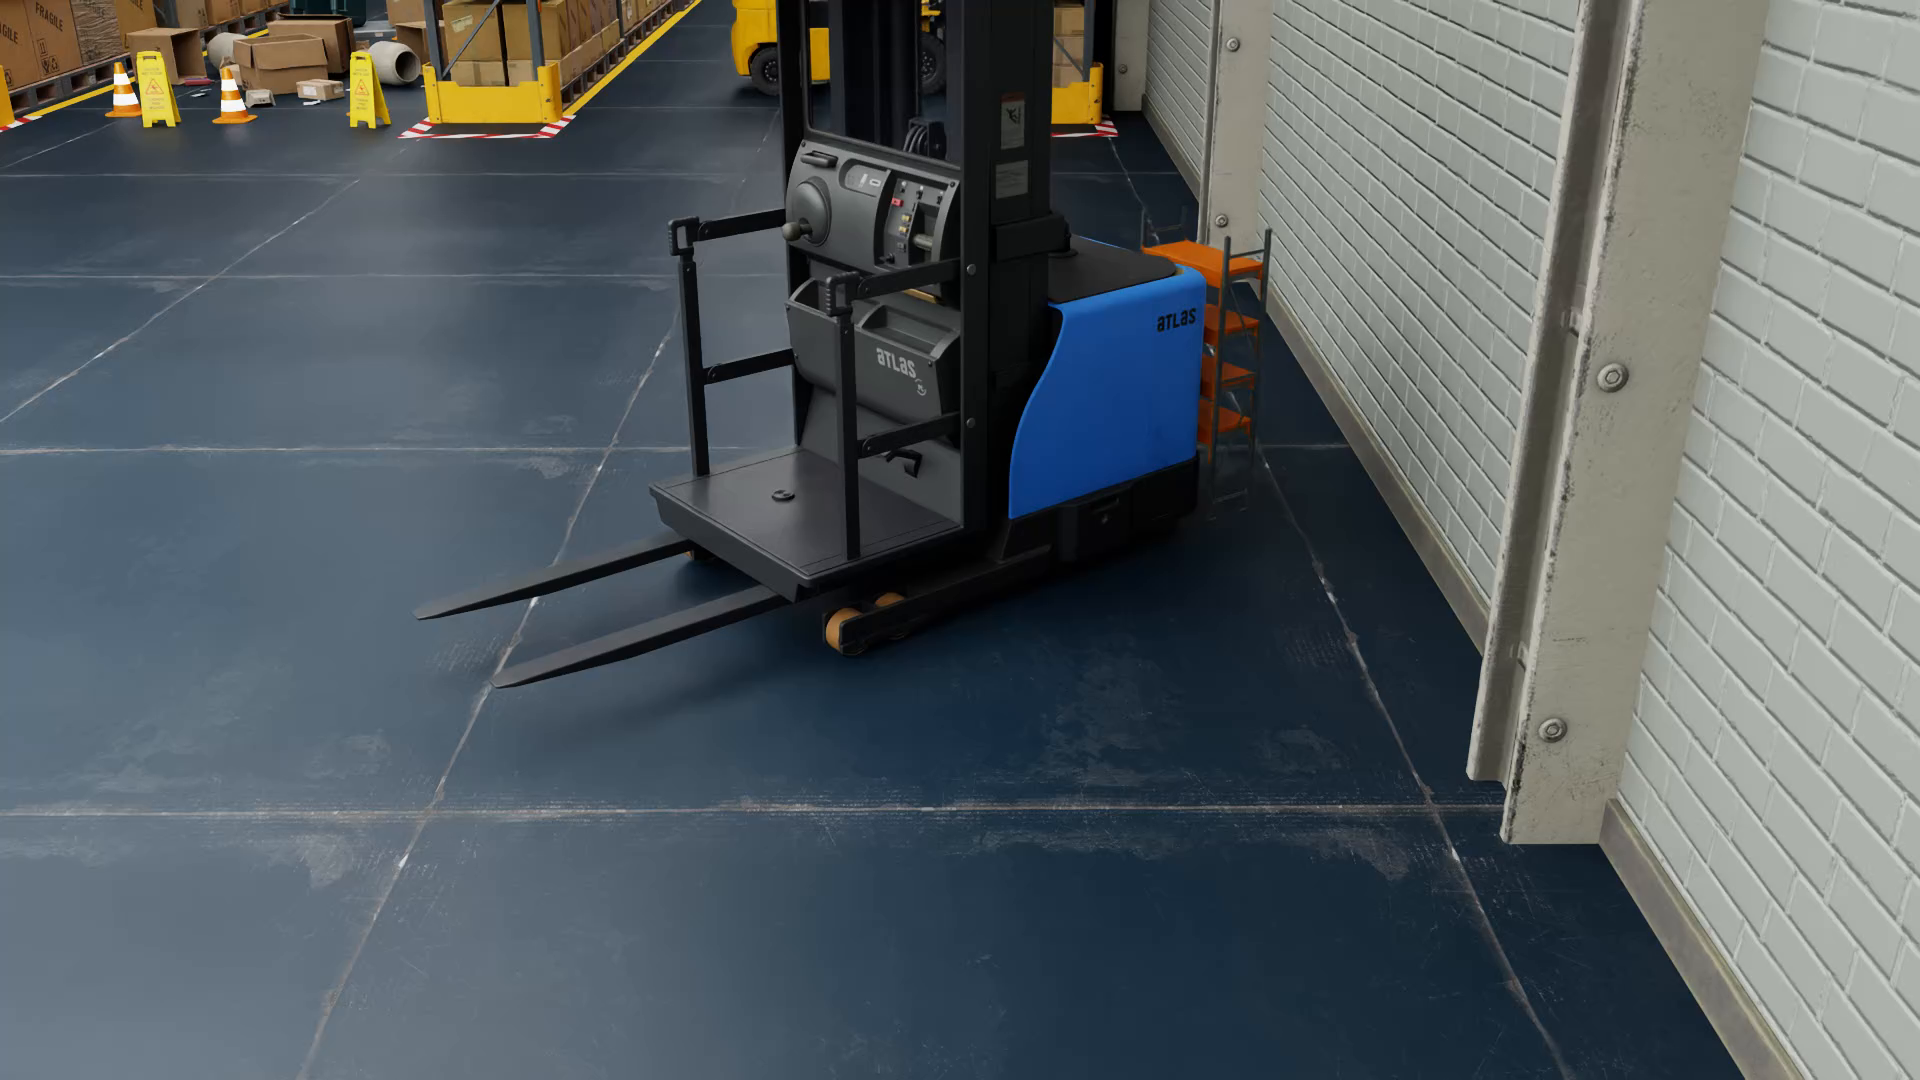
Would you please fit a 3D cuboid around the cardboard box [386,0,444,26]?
[{"bbox_3d":[-6.083,-6.035,18.567,0.500,0.500,0.500,0,24,-1],"label":"cardboard box"}]

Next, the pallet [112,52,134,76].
[{"bbox_3d":[-9.322,-5.201,17.993,1.003,0.211,1.213,0,24,-1],"label":"pallet"}]

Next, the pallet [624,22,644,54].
[{"bbox_3d":[-4.314,-5.899,19.537,1.003,0.211,1.213,0,24,-1],"label":"pallet"}]

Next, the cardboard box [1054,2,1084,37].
[{"bbox_3d":[0.887,-4.817,15.375,0.500,0.250,0.500,-1,24,-1],"label":"cardboard box"}]

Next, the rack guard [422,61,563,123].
[{"bbox_3d":[-4.261,-4.093,15.193,1.175,0.500,0.348,0,24,-1],"label":"rack guard"}]

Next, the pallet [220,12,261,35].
[{"bbox_3d":[-9.352,-6.336,20.503,1.003,0.211,1.213,0,24,-1],"label":"pallet"}]

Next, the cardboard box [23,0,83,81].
[{"bbox_3d":[-9.294,-5.002,16.238,0.875,0.875,0.875,-1,24,-1],"label":"cardboard box"}]

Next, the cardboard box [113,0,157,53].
[{"bbox_3d":[-9.316,-5.749,17.889,0.875,0.875,0.875,0,24,0],"label":"cardboard box"}]

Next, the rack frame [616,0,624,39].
[{"bbox_3d":[-4.304,-6.849,18.253,1.000,3.000,0.127,0,24,-1],"label":"rack frame"}]

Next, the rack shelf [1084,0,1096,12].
[{"bbox_3d":[0.681,-5.721,16.632,1.077,0.370,4.000,0,24,-1],"label":"rack shelf"}]

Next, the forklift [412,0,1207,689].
[{"bbox_3d":[-0.484,-1.173,5.786,3.031,2.935,1.130,-19,30,-35],"label":"forklift"}]

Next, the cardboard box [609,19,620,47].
[{"bbox_3d":[-4.029,-5.545,18.197,0.500,0.250,0.500,1,24,2],"label":"cardboard box"}]

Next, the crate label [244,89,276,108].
[{"bbox_3d":[-6.732,-4.246,15.972,0.250,0.136,0.298,-14,28,-28],"label":"crate label"}]

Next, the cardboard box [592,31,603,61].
[{"bbox_3d":[-4.012,-5.116,17.249,0.500,0.250,0.500,0,24,0],"label":"cardboard box"}]

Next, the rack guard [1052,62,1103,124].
[{"bbox_3d":[0.703,-4.076,15.155,1.175,0.500,0.348,0,24,-1],"label":"rack guard"}]

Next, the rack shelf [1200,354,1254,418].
[{"bbox_3d":[0.985,-0.672,6.942,0.258,0.148,0.480,-16,29,-32],"label":"rack shelf"}]

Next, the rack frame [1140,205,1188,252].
[{"bbox_3d":[0.845,-0.816,7.097,0.240,1.200,0.015,-16,29,-32],"label":"rack frame"}]

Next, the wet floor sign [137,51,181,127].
[{"bbox_3d":[-7.229,-4.061,14.946,0.267,0.644,0.232,-4,25,-10],"label":"wet floor sign"}]

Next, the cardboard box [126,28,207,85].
[{"bbox_3d":[-8.209,-5.012,17.222,0.500,0.500,0.500,4,25,9],"label":"cardboard box"}]

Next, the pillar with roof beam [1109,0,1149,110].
[{"bbox_3d":[-2.708,-8.229,14.026,9.100,9.000,0.400,0,24,-1],"label":"pillar with roof beam"}]

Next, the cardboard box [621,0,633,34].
[{"bbox_3d":[-4.312,-6.059,19.186,0.950,0.372,0.625,0,24,0],"label":"cardboard box"}]

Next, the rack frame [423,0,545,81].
[{"bbox_3d":[-4.260,-5.201,14.609,1.000,3.000,0.127,0,24,-1],"label":"rack frame"}]

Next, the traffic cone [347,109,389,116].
[{"bbox_3d":[-5.555,-4.216,15.510,0.336,0.463,0.334,0,24,-1],"label":"traffic cone"}]

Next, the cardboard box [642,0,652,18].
[{"bbox_3d":[-4.333,-6.642,20.474,0.950,0.372,0.625,1,24,1],"label":"cardboard box"}]

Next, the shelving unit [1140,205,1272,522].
[{"bbox_3d":[0.985,-0.733,6.915,0.258,1.200,0.503,-16,29,-32],"label":"shelving unit"}]

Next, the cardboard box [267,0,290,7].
[{"bbox_3d":[-9.379,-7.348,21.577,1.050,0.750,0.750,-1,24,-1],"label":"cardboard box"}]

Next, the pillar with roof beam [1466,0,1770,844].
[{"bbox_3d":[-2.577,-3.285,3.093,9.100,9.000,0.400,0,24,-1],"label":"pillar with roof beam"}]

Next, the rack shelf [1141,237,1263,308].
[{"bbox_3d":[0.985,-1.091,6.753,0.258,0.148,0.480,-16,29,-32],"label":"rack shelf"}]

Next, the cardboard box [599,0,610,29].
[{"bbox_3d":[-4.022,-5.677,17.579,0.500,0.500,0.500,0,24,0],"label":"cardboard box"}]

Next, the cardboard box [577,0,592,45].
[{"bbox_3d":[-4.001,-5.246,16.627,0.500,0.500,0.500,0,24,0],"label":"cardboard box"}]

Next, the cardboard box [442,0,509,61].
[{"bbox_3d":[-4.530,-4.810,15.662,0.500,0.500,0.500,0,24,0],"label":"cardboard box"}]

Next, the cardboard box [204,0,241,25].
[{"bbox_3d":[-9.356,-6.604,19.932,1.050,0.750,0.750,0,24,-1],"label":"cardboard box"}]

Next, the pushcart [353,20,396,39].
[{"bbox_3d":[-6.583,-5.623,18.725,1.648,0.377,0.936,-9,26,-19],"label":"pushcart"}]

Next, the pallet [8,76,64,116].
[{"bbox_3d":[-9.296,-4.195,15.770,1.003,0.211,1.213,0,24,-1],"label":"pallet"}]

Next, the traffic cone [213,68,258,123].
[{"bbox_3d":[-6.661,-4.071,15.190,0.336,0.463,0.334,0,24,-1],"label":"traffic cone"}]

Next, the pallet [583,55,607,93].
[{"bbox_3d":[-4.245,-4.798,17.102,1.003,0.211,1.213,0,24,-1],"label":"pallet"}]

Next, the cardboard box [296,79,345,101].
[{"bbox_3d":[-6.294,-4.432,16.370,0.380,0.149,0.250,13,27,27],"label":"cardboard box"}]

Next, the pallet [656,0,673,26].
[{"bbox_3d":[-4.340,-6.905,21.760,1.003,0.211,1.213,0,24,-1],"label":"pallet"}]

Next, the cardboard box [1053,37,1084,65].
[{"bbox_3d":[0.906,-4.585,15.469,0.500,0.250,0.500,0,24,0],"label":"cardboard box"}]

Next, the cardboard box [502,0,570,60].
[{"bbox_3d":[-3.993,-4.824,15.694,0.500,0.500,0.500,-1,24,-2],"label":"cardboard box"}]

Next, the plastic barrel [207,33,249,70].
[{"bbox_3d":[-7.706,-5.151,17.624,0.512,0.421,0.421,19,30,35],"label":"plastic barrel"}]

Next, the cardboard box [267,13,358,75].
[{"bbox_3d":[-6.829,-5.223,17.522,0.797,0.637,0.503,0,24,-1],"label":"cardboard box"}]

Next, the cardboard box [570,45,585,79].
[{"bbox_3d":[-3.990,-4.683,16.292,0.500,0.250,0.500,1,24,1],"label":"cardboard box"}]

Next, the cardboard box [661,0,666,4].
[{"bbox_3d":[-4.351,-7.258,21.837,0.950,0.372,0.625,-2,24,-4],"label":"cardboard box"}]
